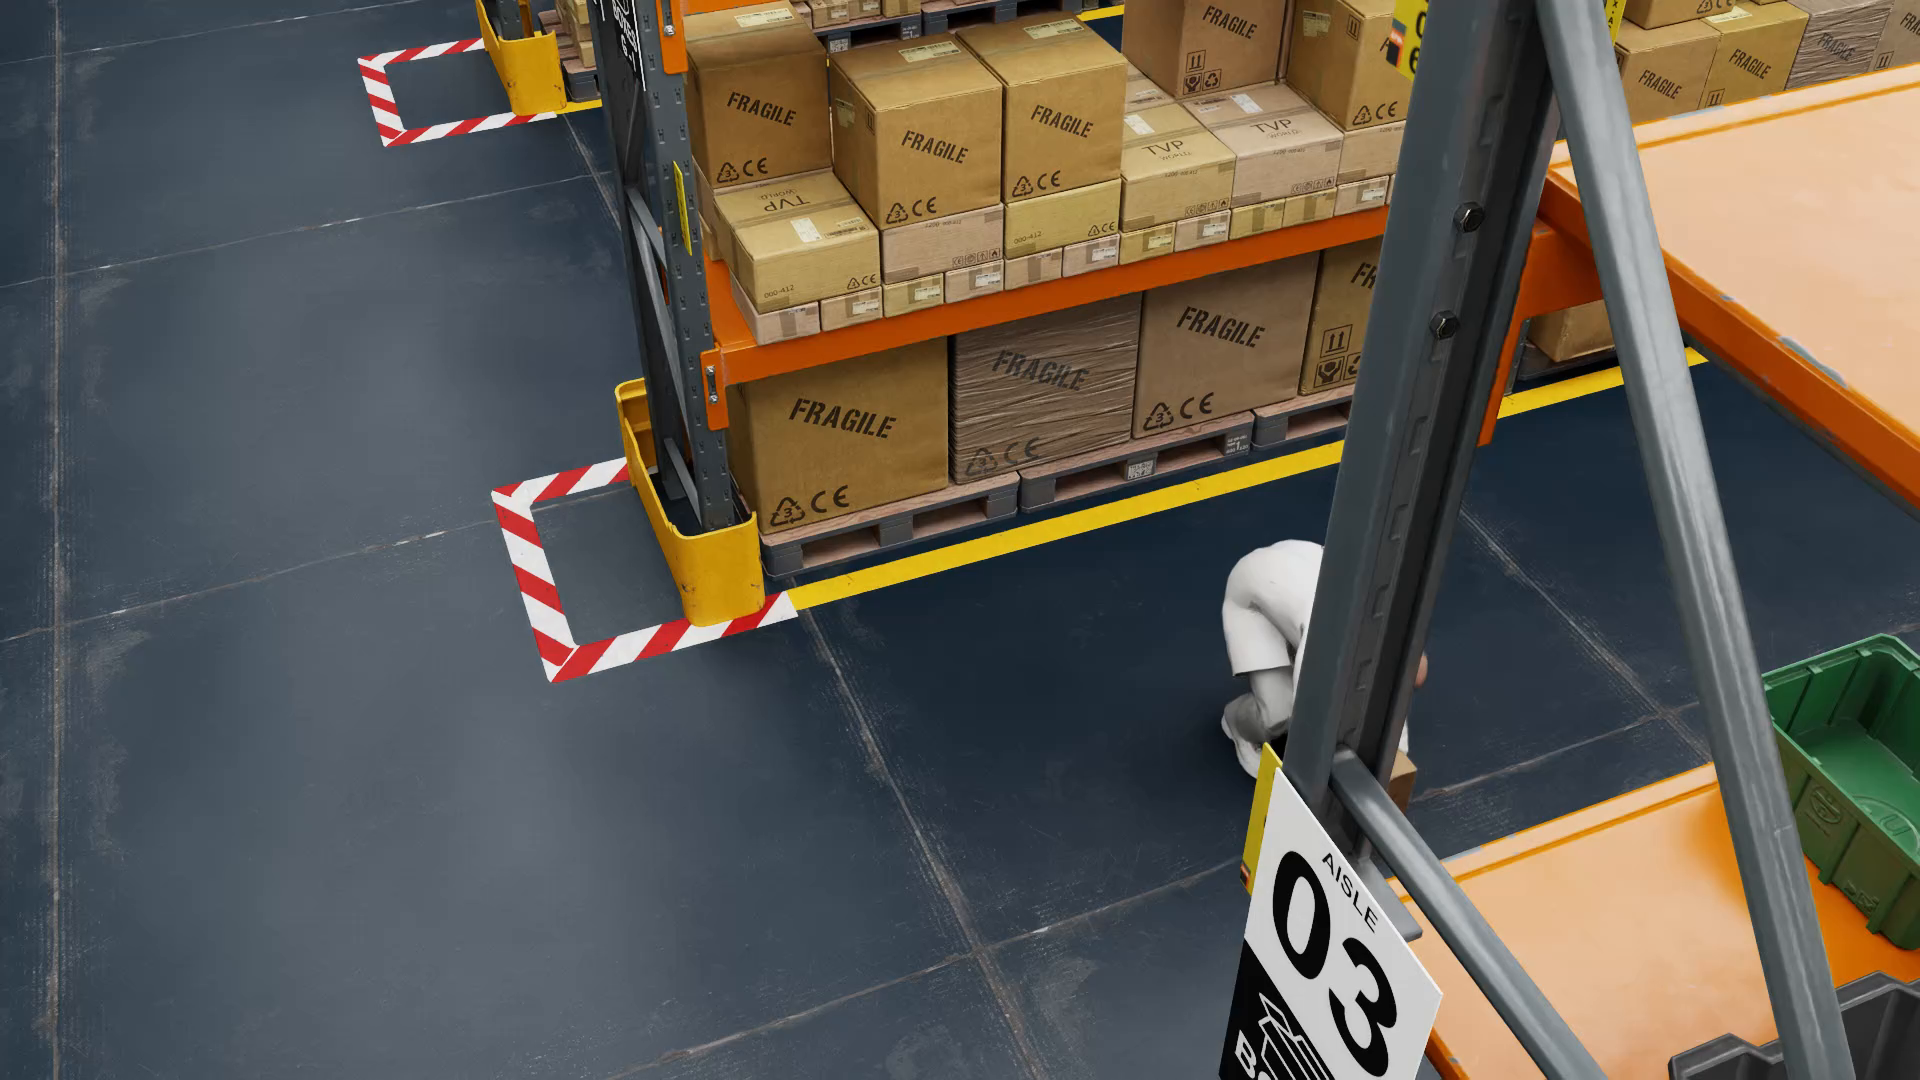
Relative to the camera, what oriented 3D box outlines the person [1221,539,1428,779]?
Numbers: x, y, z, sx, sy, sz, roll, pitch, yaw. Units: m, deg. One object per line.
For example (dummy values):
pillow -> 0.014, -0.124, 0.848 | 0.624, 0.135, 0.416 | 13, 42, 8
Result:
person -> 1.326, 0.515, 6.164 | 0.594, 1.010, 0.945 | -17, 44, -19
